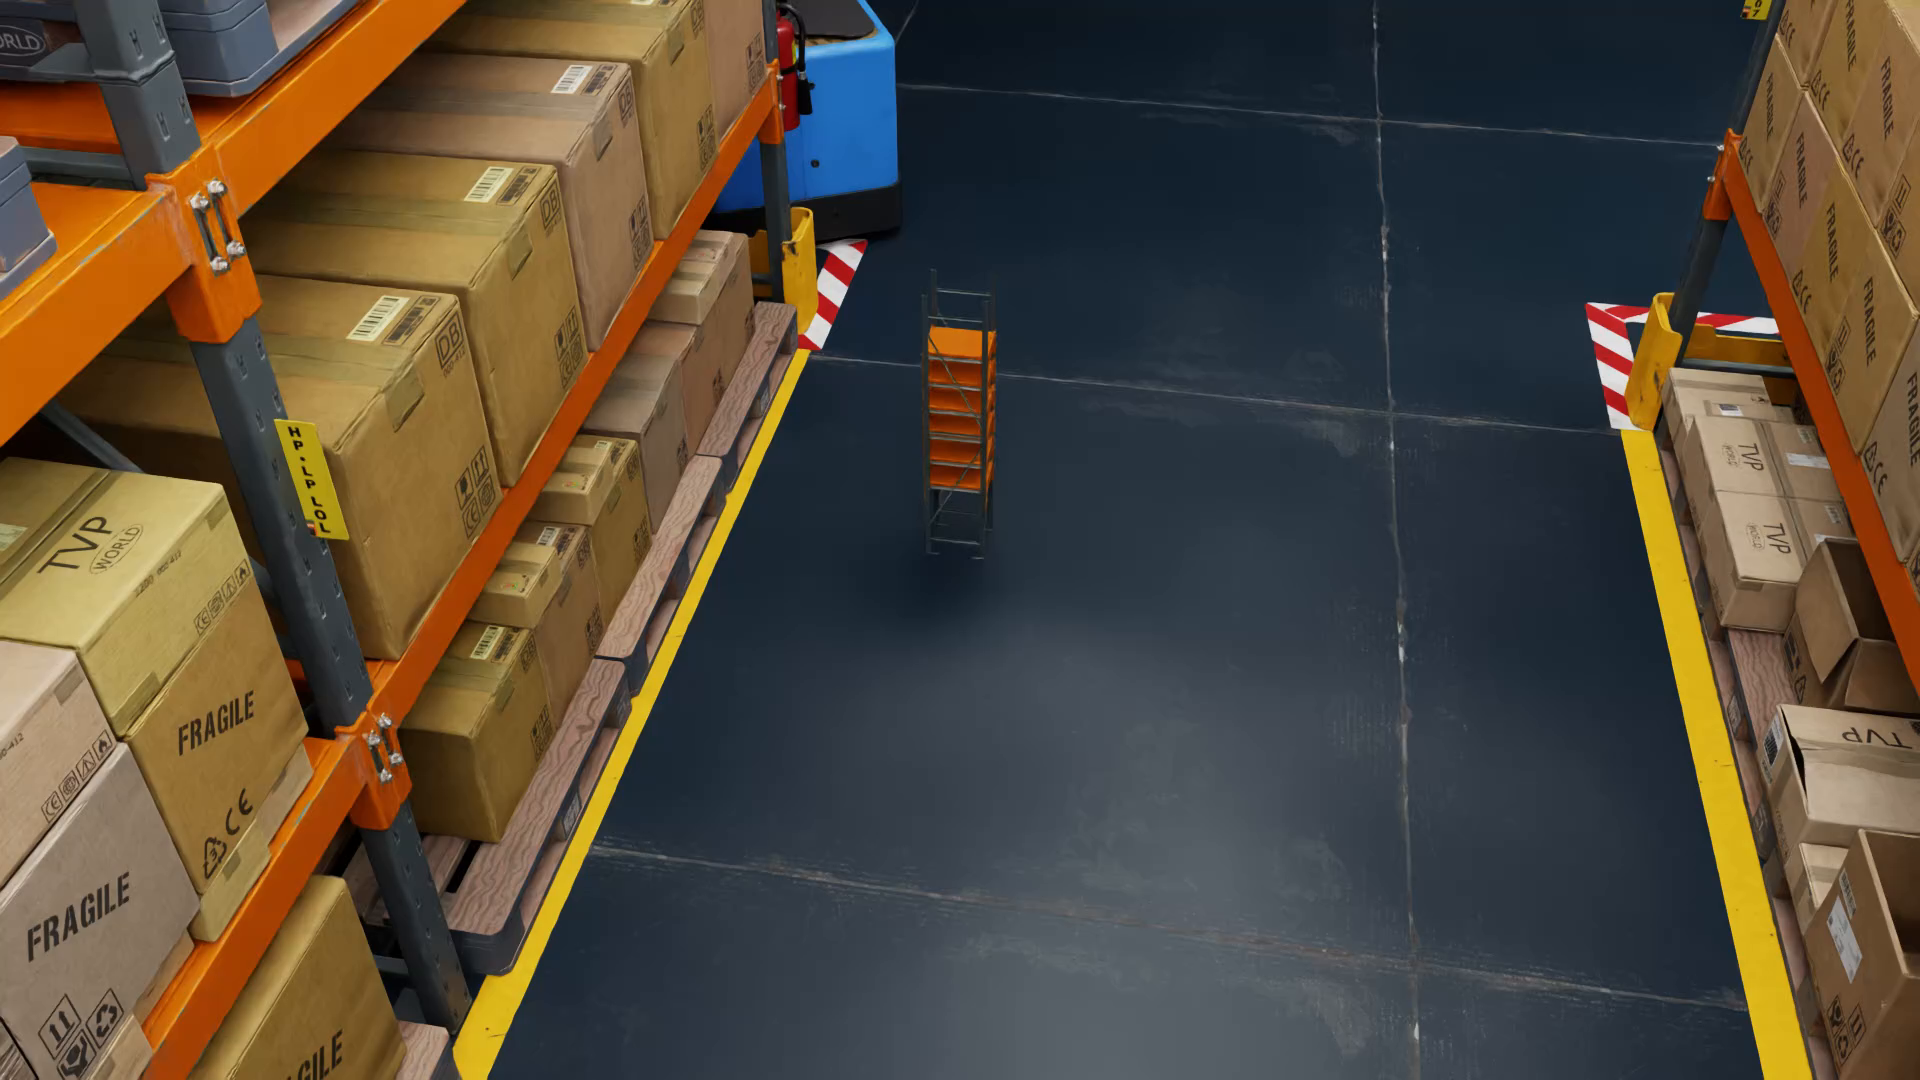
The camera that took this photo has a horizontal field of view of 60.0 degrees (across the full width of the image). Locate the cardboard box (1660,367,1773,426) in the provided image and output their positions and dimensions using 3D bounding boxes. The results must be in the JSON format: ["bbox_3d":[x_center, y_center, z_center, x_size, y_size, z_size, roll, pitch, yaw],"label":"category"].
[{"bbox_3d":[3.178,-0.582,6.992,0.380,0.149,0.250,6,40,8],"label":"cardboard box"}]

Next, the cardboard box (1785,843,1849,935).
[{"bbox_3d":[2.721,1.073,4.991,0.380,0.149,0.250,6,40,8],"label":"cardboard box"}]

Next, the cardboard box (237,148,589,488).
[{"bbox_3d":[-1.742,-0.681,4.985,0.980,0.700,0.700,5,40,7],"label":"cardboard box"}]

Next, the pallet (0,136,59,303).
[{"bbox_3d":[-2.093,-0.271,2.520,0.805,0.209,1.217,5,40,6],"label":"pallet"}]

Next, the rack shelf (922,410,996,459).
[{"bbox_3d":[-0.002,-0.419,6.385,0.258,0.103,0.180,6,40,8],"label":"rack shelf"}]

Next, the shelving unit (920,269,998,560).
[{"bbox_3d":[-0.002,-0.453,6.357,0.258,1.200,0.189,6,40,8],"label":"shelving unit"}]

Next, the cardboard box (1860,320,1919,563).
[{"bbox_3d":[2.905,-0.253,4.623,0.500,0.500,0.500,7,40,9],"label":"cardboard box"}]

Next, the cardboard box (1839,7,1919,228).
[{"bbox_3d":[3.078,-1.268,5.067,0.500,0.500,0.500,7,40,8],"label":"cardboard box"}]

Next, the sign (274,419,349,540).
[{"bbox_3d":[-1.447,-0.132,3.709,0.100,0.325,0.005,6,40,8],"label":"sign"}]

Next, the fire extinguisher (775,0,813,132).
[{"bbox_3d":[-0.810,-2.150,7.350,0.296,0.674,0.183,6,40,8],"label":"fire extinguisher"}]

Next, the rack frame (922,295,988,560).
[{"bbox_3d":[-0.018,-0.396,6.287,0.240,1.200,0.006,6,40,8],"label":"rack frame"}]

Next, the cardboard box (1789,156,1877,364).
[{"bbox_3d":[3.078,-0.886,5.389,0.500,0.500,0.500,6,40,8],"label":"cardboard box"}]

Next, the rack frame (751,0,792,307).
[{"bbox_3d":[-1.291,-2.280,7.154,1.000,3.000,0.127,6,40,8],"label":"rack frame"}]

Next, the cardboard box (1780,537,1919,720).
[{"bbox_3d":[3.216,0.387,5.542,0.797,0.503,0.637,6,40,8],"label":"cardboard box"}]

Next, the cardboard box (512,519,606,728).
[{"bbox_3d":[-1.663,0.259,5.715,0.700,0.500,0.500,6,40,7],"label":"cardboard box"}]

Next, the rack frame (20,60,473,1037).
[{"bbox_3d":[-1.983,0.230,4.117,1.000,3.000,0.127,6,40,8],"label":"rack frame"}]

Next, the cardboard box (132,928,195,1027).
[{"bbox_3d":[-1.873,0.881,3.511,0.380,0.149,0.250,8,40,9],"label":"cardboard box"}]

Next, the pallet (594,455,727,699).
[{"bbox_3d":[-1.566,0.069,6.501,1.003,0.211,1.213,6,40,8],"label":"pallet"}]

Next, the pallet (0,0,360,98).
[{"bbox_3d":[-1.831,-1.404,3.809,1.003,0.211,1.213,6,40,8],"label":"pallet"}]

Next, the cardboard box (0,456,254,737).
[{"bbox_3d":[-1.812,0.102,3.357,0.500,0.250,0.500,7,40,9],"label":"cardboard box"}]

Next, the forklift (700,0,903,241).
[{"bbox_3d":[-1.250,-3.505,8.689,1.130,2.935,3.031,-12,41,-14],"label":"forklift"}]

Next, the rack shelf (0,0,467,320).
[{"bbox_3d":[-1.637,-1.904,4.909,1.077,0.370,4.000,6,40,8],"label":"rack shelf"}]

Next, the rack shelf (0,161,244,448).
[{"bbox_3d":[-2.329,0.607,1.873,1.077,0.370,4.000,6,40,8],"label":"rack shelf"}]

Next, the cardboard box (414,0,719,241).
[{"bbox_3d":[-1.484,-1.617,6.116,0.980,0.700,0.700,6,40,7],"label":"cardboard box"}]

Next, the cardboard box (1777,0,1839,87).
[{"bbox_3d":[3.252,-1.911,5.844,0.500,0.500,0.500,8,40,9],"label":"cardboard box"}]

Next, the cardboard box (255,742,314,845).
[{"bbox_3d":[-1.763,0.563,3.897,0.380,0.149,0.250,7,40,8],"label":"cardboard box"}]

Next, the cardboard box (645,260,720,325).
[{"bbox_3d":[-1.200,-1.017,6.749,0.380,0.149,0.250,7,40,9],"label":"cardboard box"}]

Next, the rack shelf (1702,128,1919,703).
[{"bbox_3d":[3.242,-0.204,5.207,1.077,0.370,4.000,6,40,8],"label":"rack shelf"}]

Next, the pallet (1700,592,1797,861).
[{"bbox_3d":[3.225,0.650,5.798,1.003,0.211,1.213,6,40,8],"label":"pallet"}]

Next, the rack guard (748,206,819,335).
[{"bbox_3d":[-1.287,-1.332,7.968,1.175,0.500,0.348,6,40,8],"label":"rack guard"}]

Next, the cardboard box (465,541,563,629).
[{"bbox_3d":[-1.514,0.129,5.363,0.380,0.149,0.250,8,40,9],"label":"cardboard box"}]

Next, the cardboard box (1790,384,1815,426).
[{"bbox_3d":[3.737,-0.574,6.707,0.500,0.500,0.500,6,40,8],"label":"cardboard box"}]

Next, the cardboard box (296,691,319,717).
[{"bbox_3d":[-1.974,0.393,5.044,0.380,0.149,0.250,6,40,7],"label":"cardboard box"}]

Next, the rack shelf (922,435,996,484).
[{"bbox_3d":[-0.002,-0.327,6.461,0.258,0.103,0.180,6,40,8],"label":"rack shelf"}]

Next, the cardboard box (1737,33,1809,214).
[{"bbox_3d":[3.252,-1.525,6.162,0.500,0.500,0.500,7,40,9],"label":"cardboard box"}]

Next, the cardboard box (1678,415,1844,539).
[{"bbox_3d":[3.129,-0.222,6.477,0.500,0.250,0.500,6,40,8],"label":"cardboard box"}]

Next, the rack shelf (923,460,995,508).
[{"bbox_3d":[-0.002,-0.234,6.538,0.258,0.103,0.180,6,40,8],"label":"rack shelf"}]

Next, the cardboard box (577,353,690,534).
[{"bbox_3d":[-1.487,-0.398,6.510,0.700,0.500,0.500,5,40,6],"label":"cardboard box"}]

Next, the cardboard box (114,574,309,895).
[{"bbox_3d":[-1.815,0.387,3.600,0.500,0.500,0.500,6,40,7],"label":"cardboard box"}]

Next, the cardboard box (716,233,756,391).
[{"bbox_3d":[-1.314,-1.028,7.272,0.700,0.500,0.500,6,40,8],"label":"cardboard box"}]
